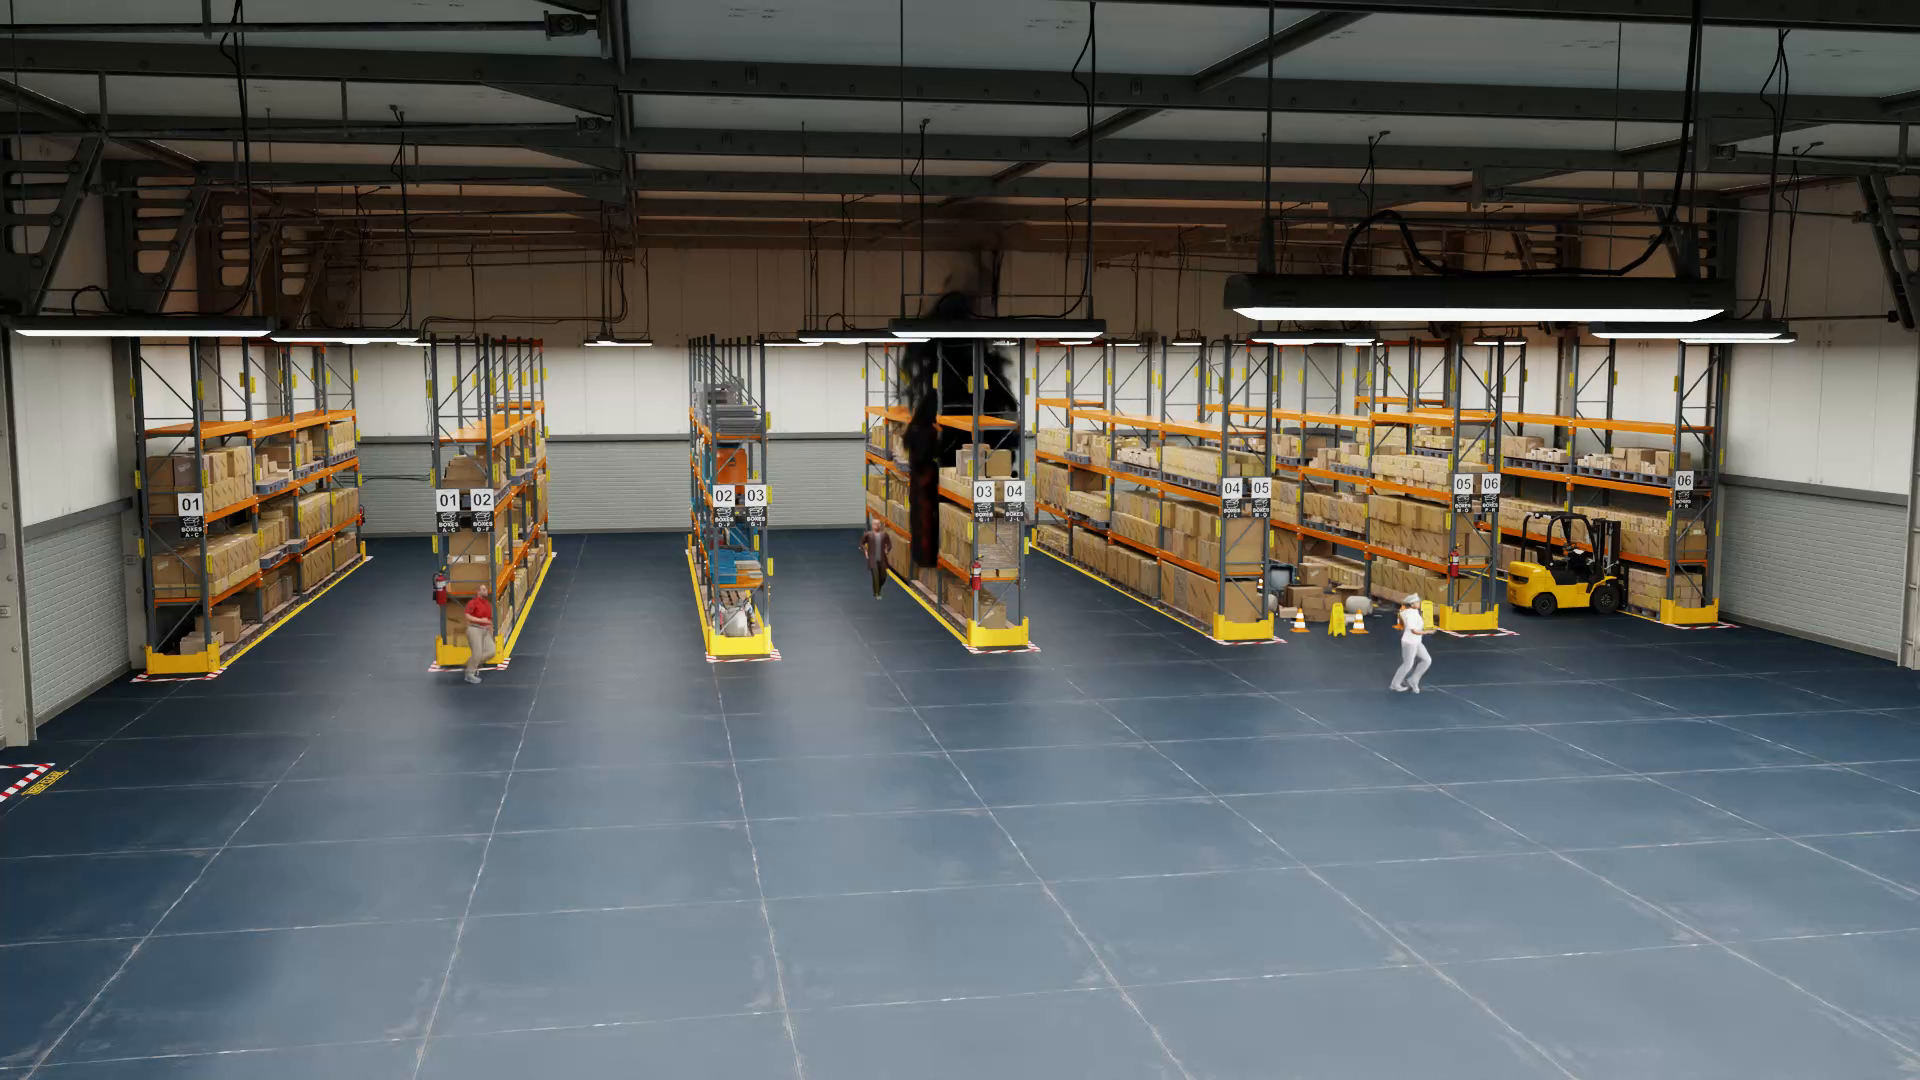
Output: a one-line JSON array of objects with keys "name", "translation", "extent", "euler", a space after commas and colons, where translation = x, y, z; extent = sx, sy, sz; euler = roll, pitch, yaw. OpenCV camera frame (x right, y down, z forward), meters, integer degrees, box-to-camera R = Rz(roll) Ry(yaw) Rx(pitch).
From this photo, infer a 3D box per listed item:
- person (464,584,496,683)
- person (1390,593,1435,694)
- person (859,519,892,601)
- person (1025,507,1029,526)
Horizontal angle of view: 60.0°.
[{"name": "person", "translation": [-8.251, 1.601, 28.776], "extent": [0.609, 1.674, 0.676], "euler": [3, 7, 22]}, {"name": "person", "translation": [7.531, 1.730, 27.641], "extent": [0.695, 1.720, 0.557], "euler": [3, 7, 27]}, {"name": "person", "translation": [-1.817, 0.430, 36.152], "extent": [0.716, 1.756, 0.762], "euler": [-2, 7, -16]}, {"name": "person", "translation": [1.554, -0.311, 45.262], "extent": [0.666, 1.760, 0.937], "euler": [-1, 7, -8]}]
